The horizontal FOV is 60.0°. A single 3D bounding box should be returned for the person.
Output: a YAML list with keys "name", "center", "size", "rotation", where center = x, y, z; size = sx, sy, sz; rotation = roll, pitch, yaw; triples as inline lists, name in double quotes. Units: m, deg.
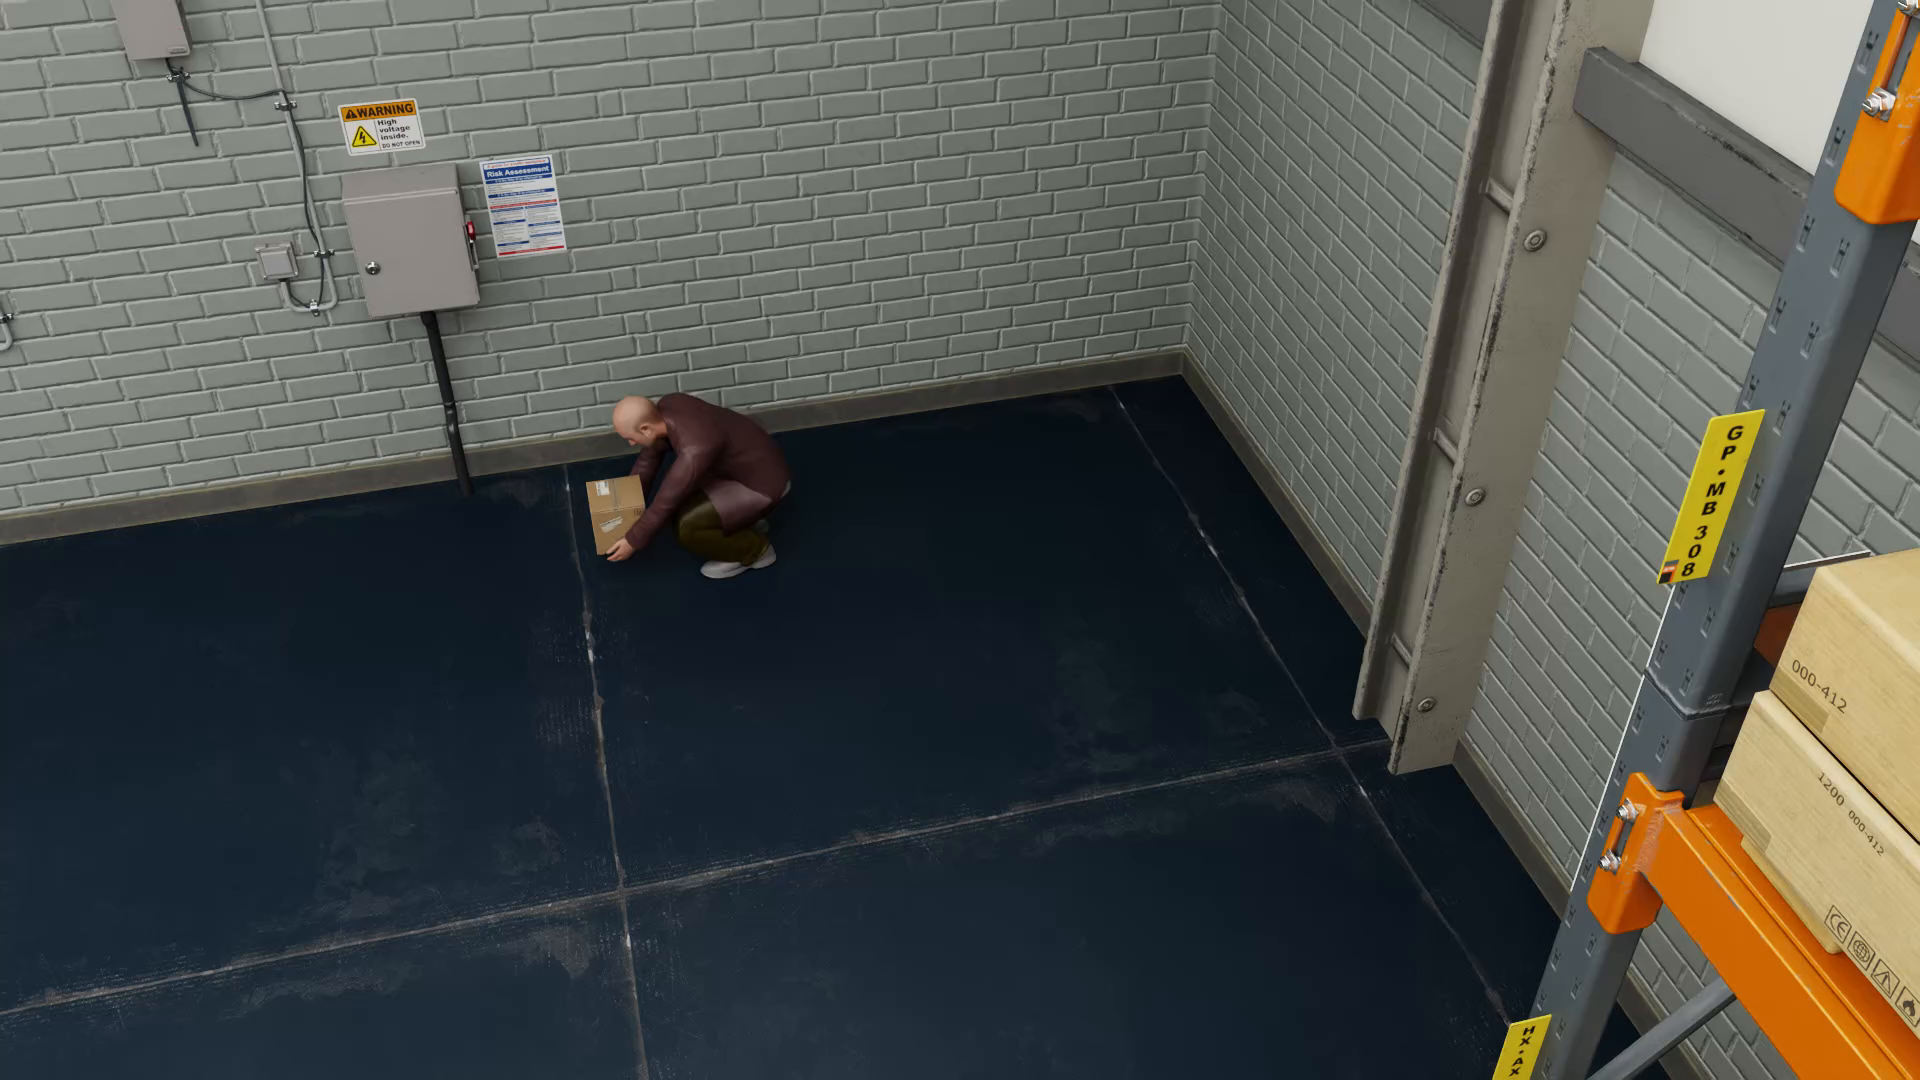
- name: "person"
  center: [-1.244, -0.306, 7.769]
  size: [0.918, 0.993, 0.605]
  rotation: [-9, 39, -12]
